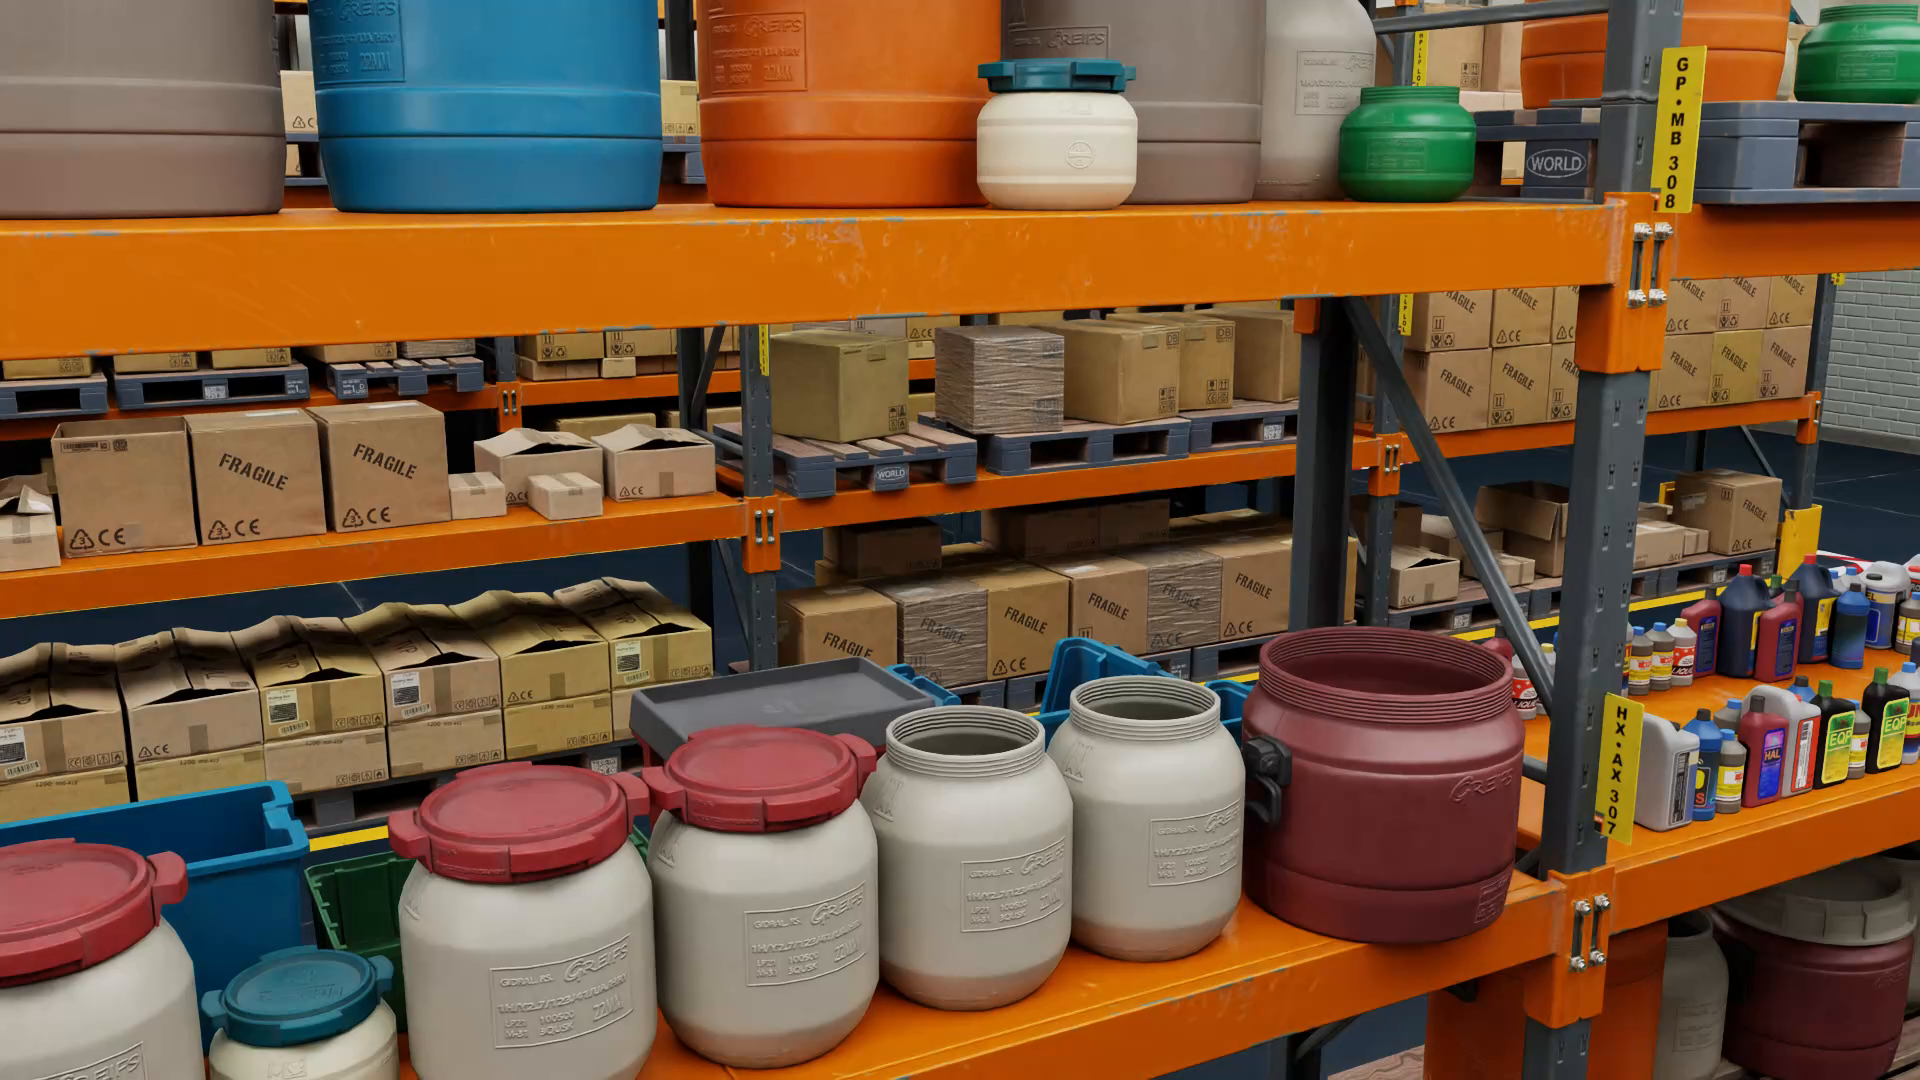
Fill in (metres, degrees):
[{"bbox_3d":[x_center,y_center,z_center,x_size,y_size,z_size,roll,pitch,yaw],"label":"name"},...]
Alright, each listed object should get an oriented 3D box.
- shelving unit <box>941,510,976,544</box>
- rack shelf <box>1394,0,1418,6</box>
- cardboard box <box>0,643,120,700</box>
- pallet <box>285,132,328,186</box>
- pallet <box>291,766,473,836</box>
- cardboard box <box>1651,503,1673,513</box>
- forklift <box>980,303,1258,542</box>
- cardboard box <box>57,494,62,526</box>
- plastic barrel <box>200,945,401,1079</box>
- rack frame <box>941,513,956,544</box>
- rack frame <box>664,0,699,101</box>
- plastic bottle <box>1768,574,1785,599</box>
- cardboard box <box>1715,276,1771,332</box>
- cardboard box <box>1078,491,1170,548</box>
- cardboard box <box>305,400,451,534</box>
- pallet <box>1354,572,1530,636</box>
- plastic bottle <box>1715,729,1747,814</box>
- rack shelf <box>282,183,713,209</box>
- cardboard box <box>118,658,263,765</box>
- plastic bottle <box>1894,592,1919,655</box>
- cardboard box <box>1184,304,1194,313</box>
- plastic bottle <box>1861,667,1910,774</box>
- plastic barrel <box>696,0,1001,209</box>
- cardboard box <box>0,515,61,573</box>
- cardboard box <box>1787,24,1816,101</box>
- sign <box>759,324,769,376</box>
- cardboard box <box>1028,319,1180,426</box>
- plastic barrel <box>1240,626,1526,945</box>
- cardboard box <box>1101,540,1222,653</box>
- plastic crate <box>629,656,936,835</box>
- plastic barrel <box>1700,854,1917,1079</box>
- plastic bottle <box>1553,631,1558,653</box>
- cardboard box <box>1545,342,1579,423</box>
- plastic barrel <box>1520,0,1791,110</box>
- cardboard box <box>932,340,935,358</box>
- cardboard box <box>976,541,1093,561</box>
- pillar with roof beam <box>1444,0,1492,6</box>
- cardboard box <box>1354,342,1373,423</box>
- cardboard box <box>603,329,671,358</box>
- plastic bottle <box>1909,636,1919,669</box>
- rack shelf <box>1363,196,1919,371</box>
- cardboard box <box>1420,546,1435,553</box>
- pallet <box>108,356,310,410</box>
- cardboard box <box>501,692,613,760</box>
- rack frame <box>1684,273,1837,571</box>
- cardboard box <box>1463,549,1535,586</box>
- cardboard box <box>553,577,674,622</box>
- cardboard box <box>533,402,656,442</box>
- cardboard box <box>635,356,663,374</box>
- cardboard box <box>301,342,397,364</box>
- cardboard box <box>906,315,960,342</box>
[{"bbox_3d":[-0.013,-0.584,12.971,0.189,1.200,0.258,-7,14,-28],"label":"shelving unit"},{"bbox_3d":[0.566,-3.067,8.792,4.000,0.370,1.077,-7,14,-28],"label":"rack shelf"},{"bbox_3d":[-4.028,0.654,7.401,0.500,0.311,0.500,-6,14,-26],"label":"cardboard box"},{"bbox_3d":[-2.722,-1.641,7.165,1.213,0.211,1.003,-6,14,-25],"label":"pallet"},{"bbox_3d":[-3.000,1.091,7.781,1.213,0.211,1.003,-7,14,-28],"label":"pallet"},{"bbox_3d":[5.301,-0.164,12.496,0.250,0.149,0.380,-7,14,-28],"label":"cardboard box"},{"bbox_3d":[1.471,-1.076,11.215,1.130,2.935,3.031,-10,16,-38],"label":"forklift"},{"bbox_3d":[-6.009,-0.149,11.633,0.500,0.500,0.700,-7,15,-29],"label":"cardboard box"},{"bbox_3d":[-1.095,0.857,2.782,0.301,0.262,0.301,0,13,0],"label":"plastic barrel"},{"bbox_3d":[-0.093,-0.574,12.928,0.006,1.200,0.240,-7,14,-28],"label":"rack frame"},{"bbox_3d":[-1.189,-3.403,7.734,0.127,3.000,1.000,-7,14,-28],"label":"rack frame"},{"bbox_3d":[2.614,0.257,5.400,0.133,0.283,0.061,-7,14,-28],"label":"plastic bottle"},{"bbox_3d":[5.131,-1.701,11.332,0.500,0.500,0.500,-6,14,-26],"label":"cardboard box"},{"bbox_3d":[0.903,-0.149,9.922,0.500,0.250,0.500,-7,14,-28],"label":"cardboard box"},{"bbox_3d":[-2.654,-0.345,7.584,0.500,0.500,0.500,-8,15,-31],"label":"cardboard box"},{"bbox_3d":[2.925,0.391,10.889,1.213,0.211,1.003,-7,14,-28],"label":"pallet"},{"bbox_3d":[1.916,0.575,4.173,0.097,0.201,0.097,0,13,0],"label":"plastic bottle"},{"bbox_3d":[-2.945,-1.378,7.208,4.000,0.370,1.077,-7,14,-28],"label":"rack shelf"},{"bbox_3d":[-3.322,0.706,7.170,0.500,0.311,0.500,-7,15,-30],"label":"cardboard box"},{"bbox_3d":[3.163,0.274,5.512,0.097,0.201,0.097,0,13,0],"label":"plastic bottle"},{"bbox_3d":[1.706,-2.206,15.395,0.700,0.700,0.980,-8,15,-31],"label":"cardboard box"},{"bbox_3d":[2.464,0.474,4.436,0.133,0.283,0.061,-7,14,-28],"label":"plastic bottle"},{"bbox_3d":[-0.218,-1.081,3.269,0.708,0.830,0.600,-7,14,-28],"label":"plastic barrel"},{"bbox_3d":[-3.824,0.013,6.790,0.250,0.149,0.380,-7,14,-28],"label":"cardboard box"},{"bbox_3d":[5.390,-3.261,11.429,0.500,0.500,0.700,-7,14,-28],"label":"cardboard box"},{"bbox_3d":[-0.920,-0.934,7.792,0.005,0.325,0.100,-7,14,-28],"label":"sign"},{"bbox_3d":[0.801,-0.953,9.327,0.500,0.500,0.700,-12,17,-42],"label":"cardboard box"},{"bbox_3d":[0.919,0.520,3.658,0.708,0.536,0.600,-7,14,-28],"label":"plastic barrel"},{"bbox_3d":[1.148,0.318,9.555,0.500,0.500,0.500,-7,14,-27],"label":"cardboard box"},{"bbox_3d":[-0.384,0.559,3.649,0.583,0.464,0.402,-7,14,-28],"label":"plastic crate"},{"bbox_3d":[2.593,1.277,5.140,0.708,0.588,0.600,-7,14,-28],"label":"plastic barrel"},{"bbox_3d":[1.815,0.363,4.955,0.097,0.271,0.097,0,13,0],"label":"plastic bottle"},{"bbox_3d":[3.788,-1.054,10.731,0.500,0.500,0.500,-7,14,-28],"label":"cardboard box"},{"bbox_3d":[1.681,-1.458,3.990,0.708,0.830,0.600,-7,14,-28],"label":"plastic barrel"},{"bbox_3d":[-0.216,-1.648,14.128,0.250,0.149,0.380,-7,14,-27],"label":"cardboard box"},{"bbox_3d":[0.431,0.274,9.750,0.500,0.500,0.500,-7,15,-30],"label":"cardboard box"},{"bbox_3d":[7.474,-4.820,14.031,0.400,9.000,9.100,-7,14,-28],"label":"pillar with roof beam"},{"bbox_3d":[2.638,-1.048,10.705,0.500,0.500,0.500,-7,14,-27],"label":"cardboard box"},{"bbox_3d":[-2.553,-1.689,12.832,0.500,0.500,0.500,-6,14,-26],"label":"cardboard box"},{"bbox_3d":[2.884,0.343,4.868,0.185,0.351,0.144,-7,14,-28],"label":"plastic bottle"},{"bbox_3d":[2.936,-0.844,4.834,4.000,0.370,1.077,-7,14,-28],"label":"rack shelf"},{"bbox_3d":[2.986,0.114,11.264,0.250,0.149,0.380,-7,14,-28],"label":"cardboard box"},{"bbox_3d":[-5.284,-1.121,11.694,1.213,0.211,1.003,-7,14,-28],"label":"pallet"},{"bbox_3d":[-1.985,0.818,7.950,0.500,0.250,0.500,-7,14,-29],"label":"cardboard box"},{"bbox_3d":[5.833,-1.318,12.133,0.127,3.000,1.000,-7,14,-28],"label":"rack frame"},{"bbox_3d":[3.548,0.175,10.950,0.250,0.166,0.380,-7,14,-28],"label":"cardboard box"},{"bbox_3d":[-1.790,0.385,8.594,0.500,0.311,0.500,-6,14,-26],"label":"cardboard box"},{"bbox_3d":[-2.858,-0.639,13.055,0.750,0.750,0.750,-7,14,-29],"label":"cardboard box"},{"bbox_3d":[-2.505,-1.394,12.999,0.250,0.149,0.380,-7,14,-28],"label":"cardboard box"},{"bbox_3d":[-4.451,-1.578,12.061,0.500,0.500,0.700,-8,15,-33],"label":"cardboard box"},{"bbox_3d":[-0.339,-1.958,14.026,0.500,0.500,0.500,-7,15,-29],"label":"cardboard box"}]
